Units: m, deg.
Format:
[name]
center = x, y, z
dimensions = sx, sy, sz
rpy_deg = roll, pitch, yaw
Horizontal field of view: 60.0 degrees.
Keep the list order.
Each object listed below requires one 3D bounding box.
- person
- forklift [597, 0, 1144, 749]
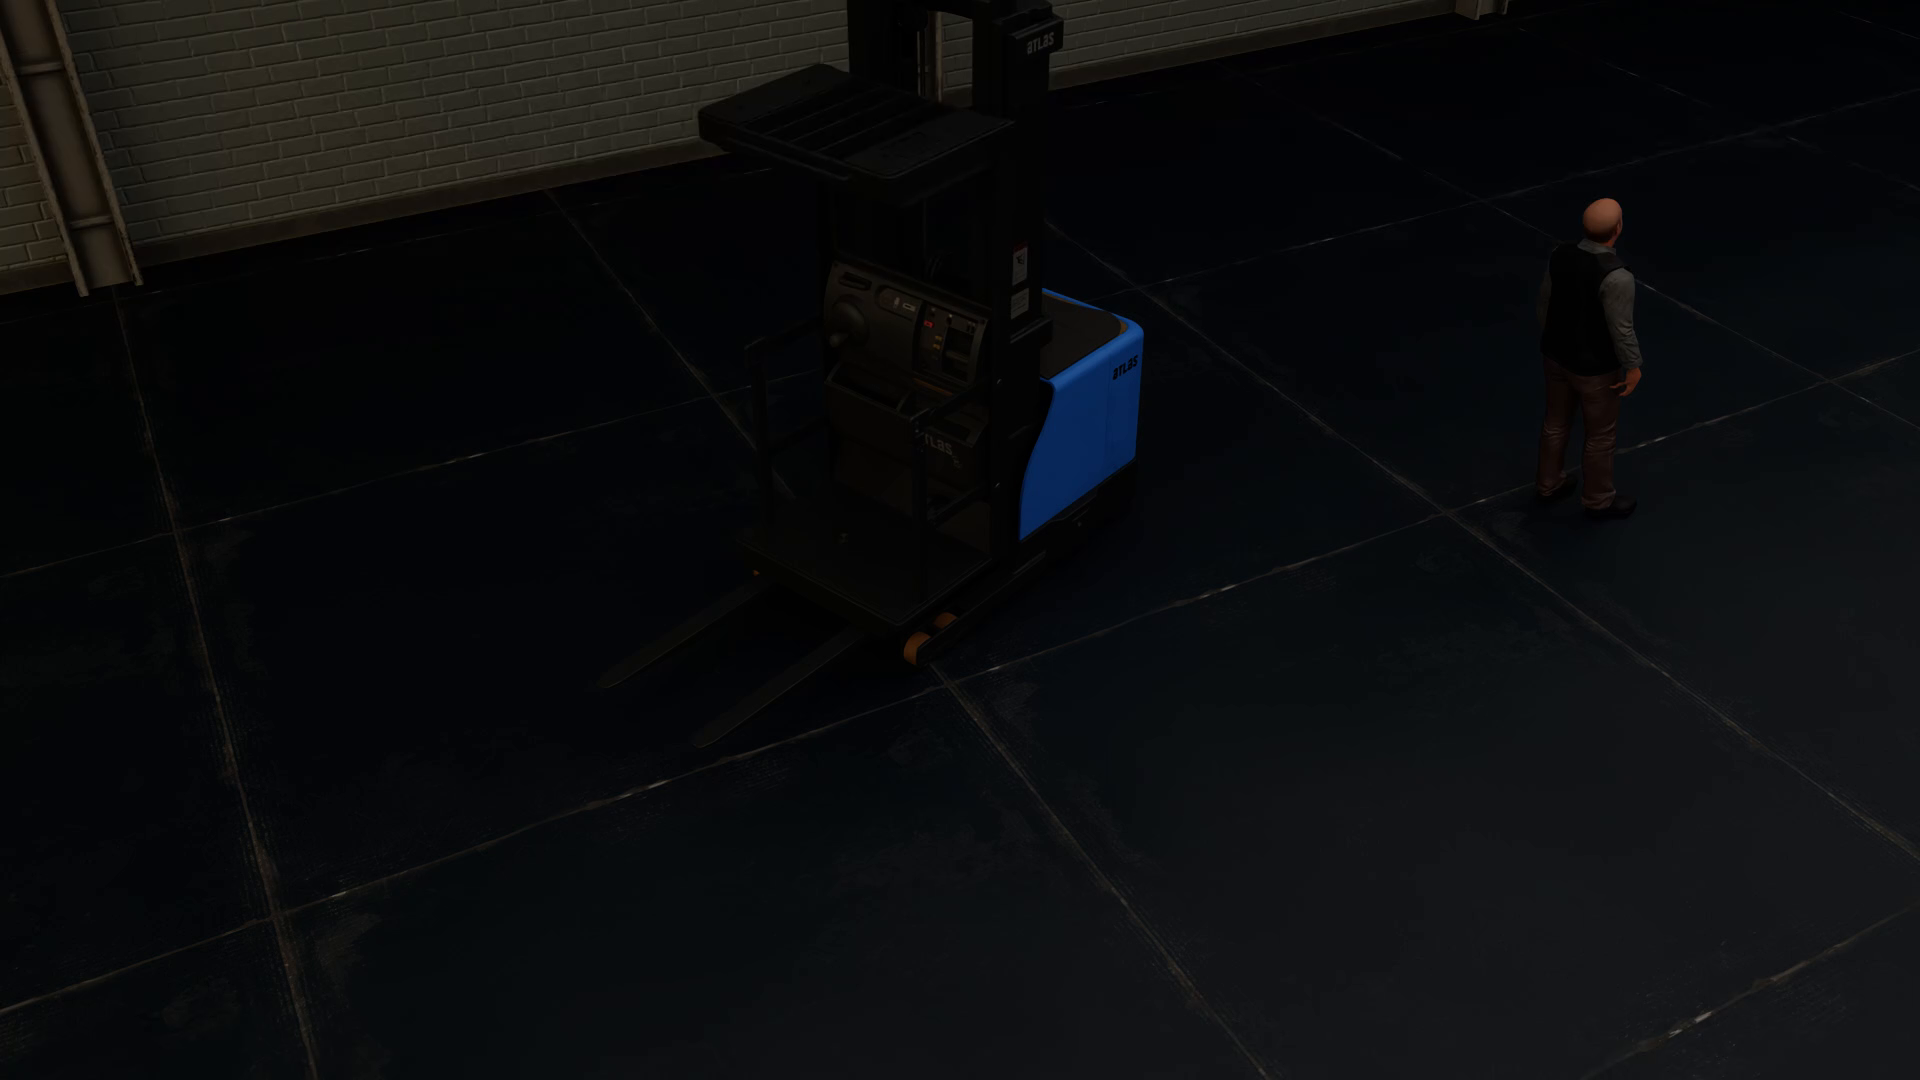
[person]
center = 3.234, -0.938, 8.486
dimensions = 0.566, 1.722, 0.634
rpy_deg = -18, 39, -23
[forklift]
center = -0.390, -0.927, 7.434
dimensions = 1.130, 2.935, 3.031
rpy_deg = 26, 43, 31
